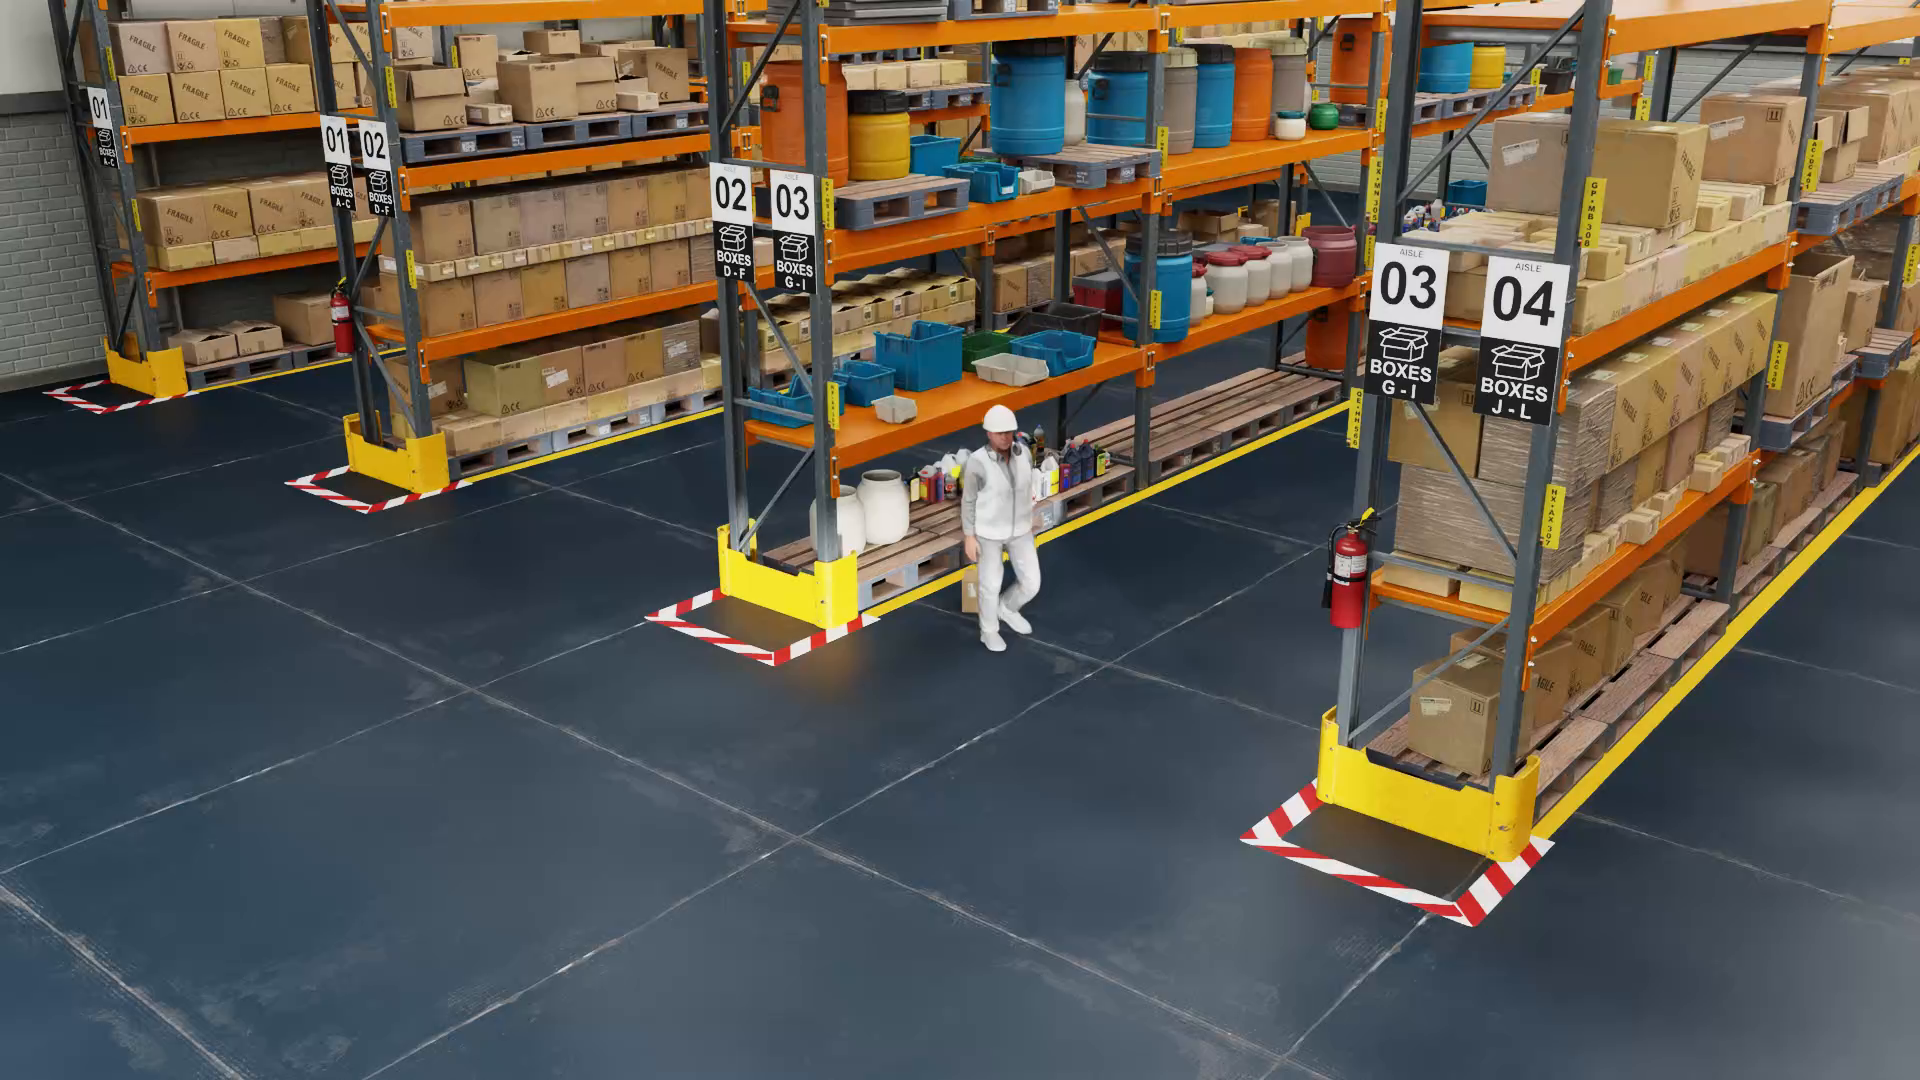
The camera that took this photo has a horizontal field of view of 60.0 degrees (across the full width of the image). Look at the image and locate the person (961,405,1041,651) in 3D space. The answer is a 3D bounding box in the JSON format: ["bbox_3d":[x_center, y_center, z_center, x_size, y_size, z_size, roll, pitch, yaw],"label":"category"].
[{"bbox_3d":[0.265,-0.075,11.199,0.568,1.759,0.483,-9,22,-24],"label":"person"}]
